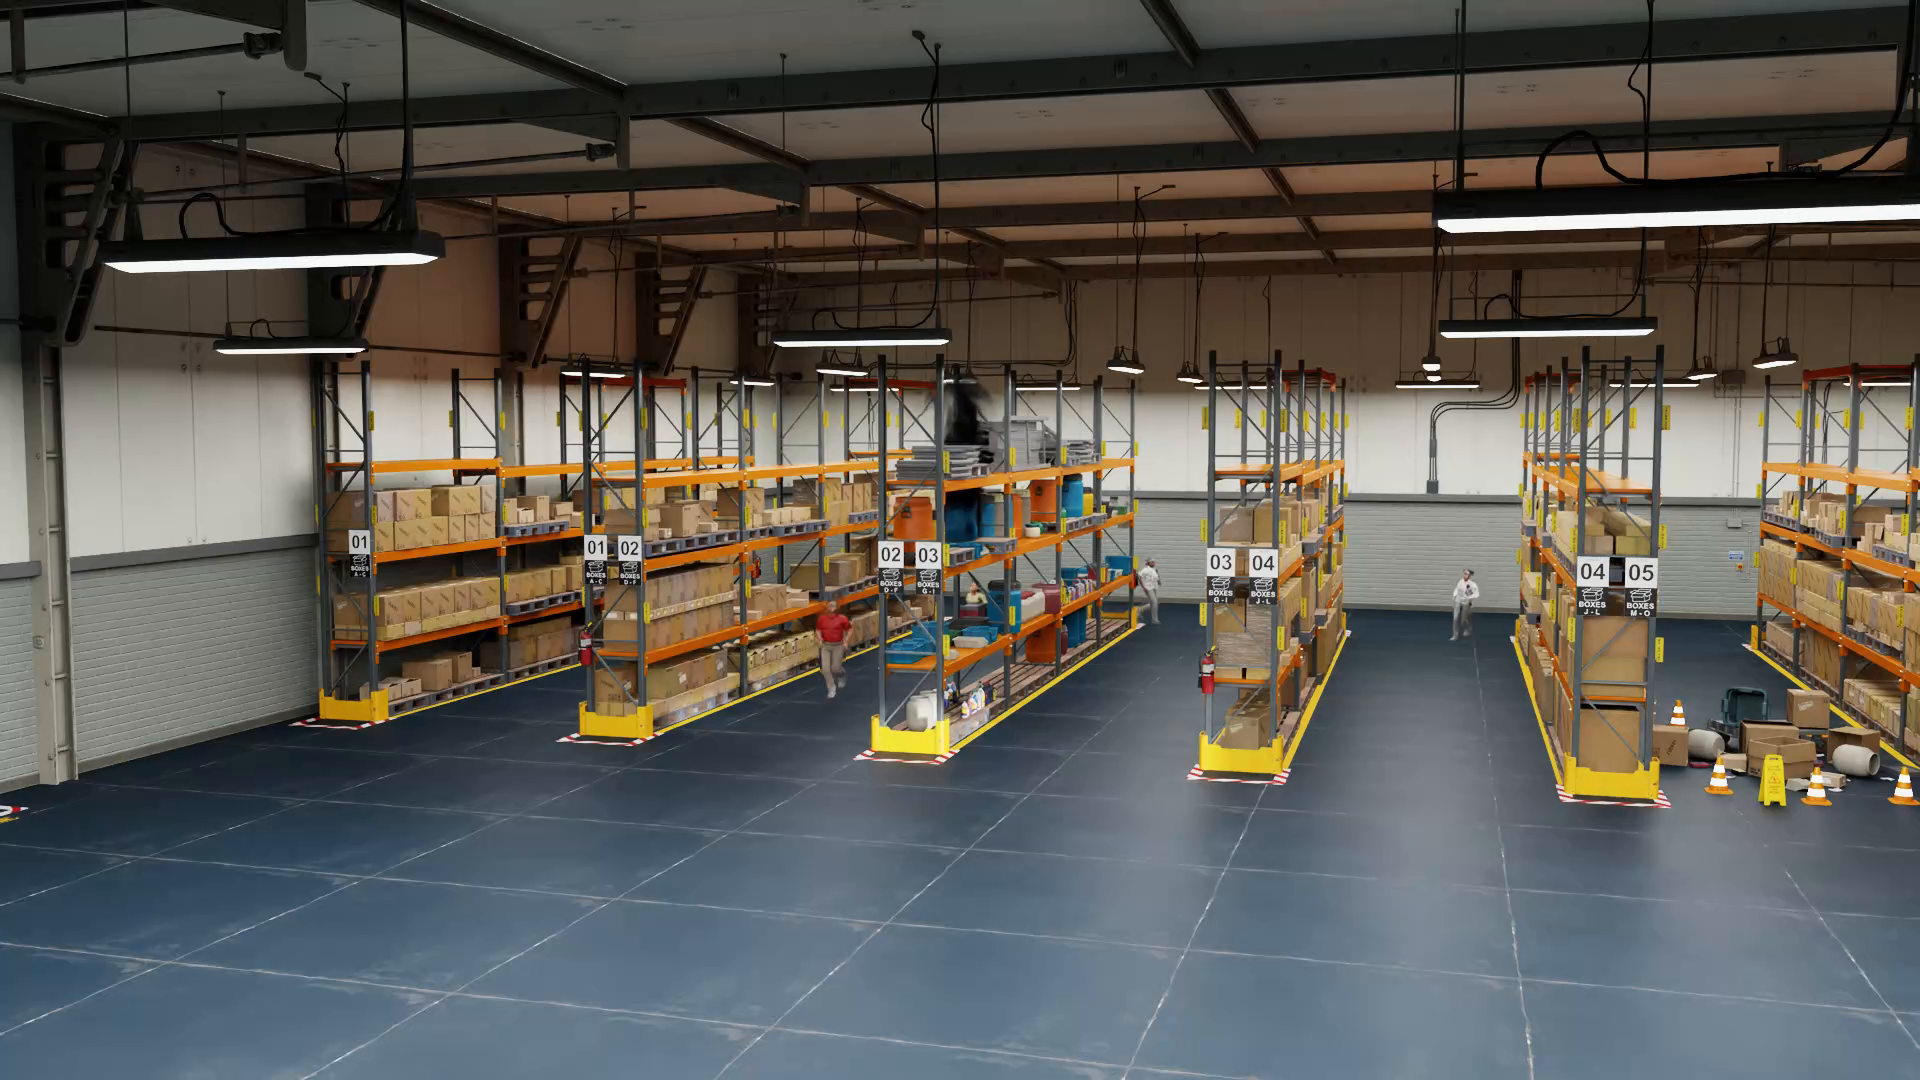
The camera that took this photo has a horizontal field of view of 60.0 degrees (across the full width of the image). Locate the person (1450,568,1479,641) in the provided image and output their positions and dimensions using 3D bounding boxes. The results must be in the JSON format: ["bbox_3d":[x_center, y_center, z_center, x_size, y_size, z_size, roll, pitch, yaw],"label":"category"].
[{"bbox_3d":[11.559,1.477,38.017,0.742,1.679,0.660,-4,6,-42],"label":"person"}]

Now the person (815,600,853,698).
[{"bbox_3d":[-2.209,1.886,28.913,0.665,1.688,0.603,1,4,10],"label":"person"}]

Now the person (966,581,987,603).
[{"bbox_3d":[0.300,1.680,35.076,0.566,1.637,0.542,2,5,25],"label":"person"}]

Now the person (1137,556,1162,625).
[{"bbox_3d":[4.693,1.245,41.188,0.738,1.706,0.615,3,5,36],"label":"person"}]
